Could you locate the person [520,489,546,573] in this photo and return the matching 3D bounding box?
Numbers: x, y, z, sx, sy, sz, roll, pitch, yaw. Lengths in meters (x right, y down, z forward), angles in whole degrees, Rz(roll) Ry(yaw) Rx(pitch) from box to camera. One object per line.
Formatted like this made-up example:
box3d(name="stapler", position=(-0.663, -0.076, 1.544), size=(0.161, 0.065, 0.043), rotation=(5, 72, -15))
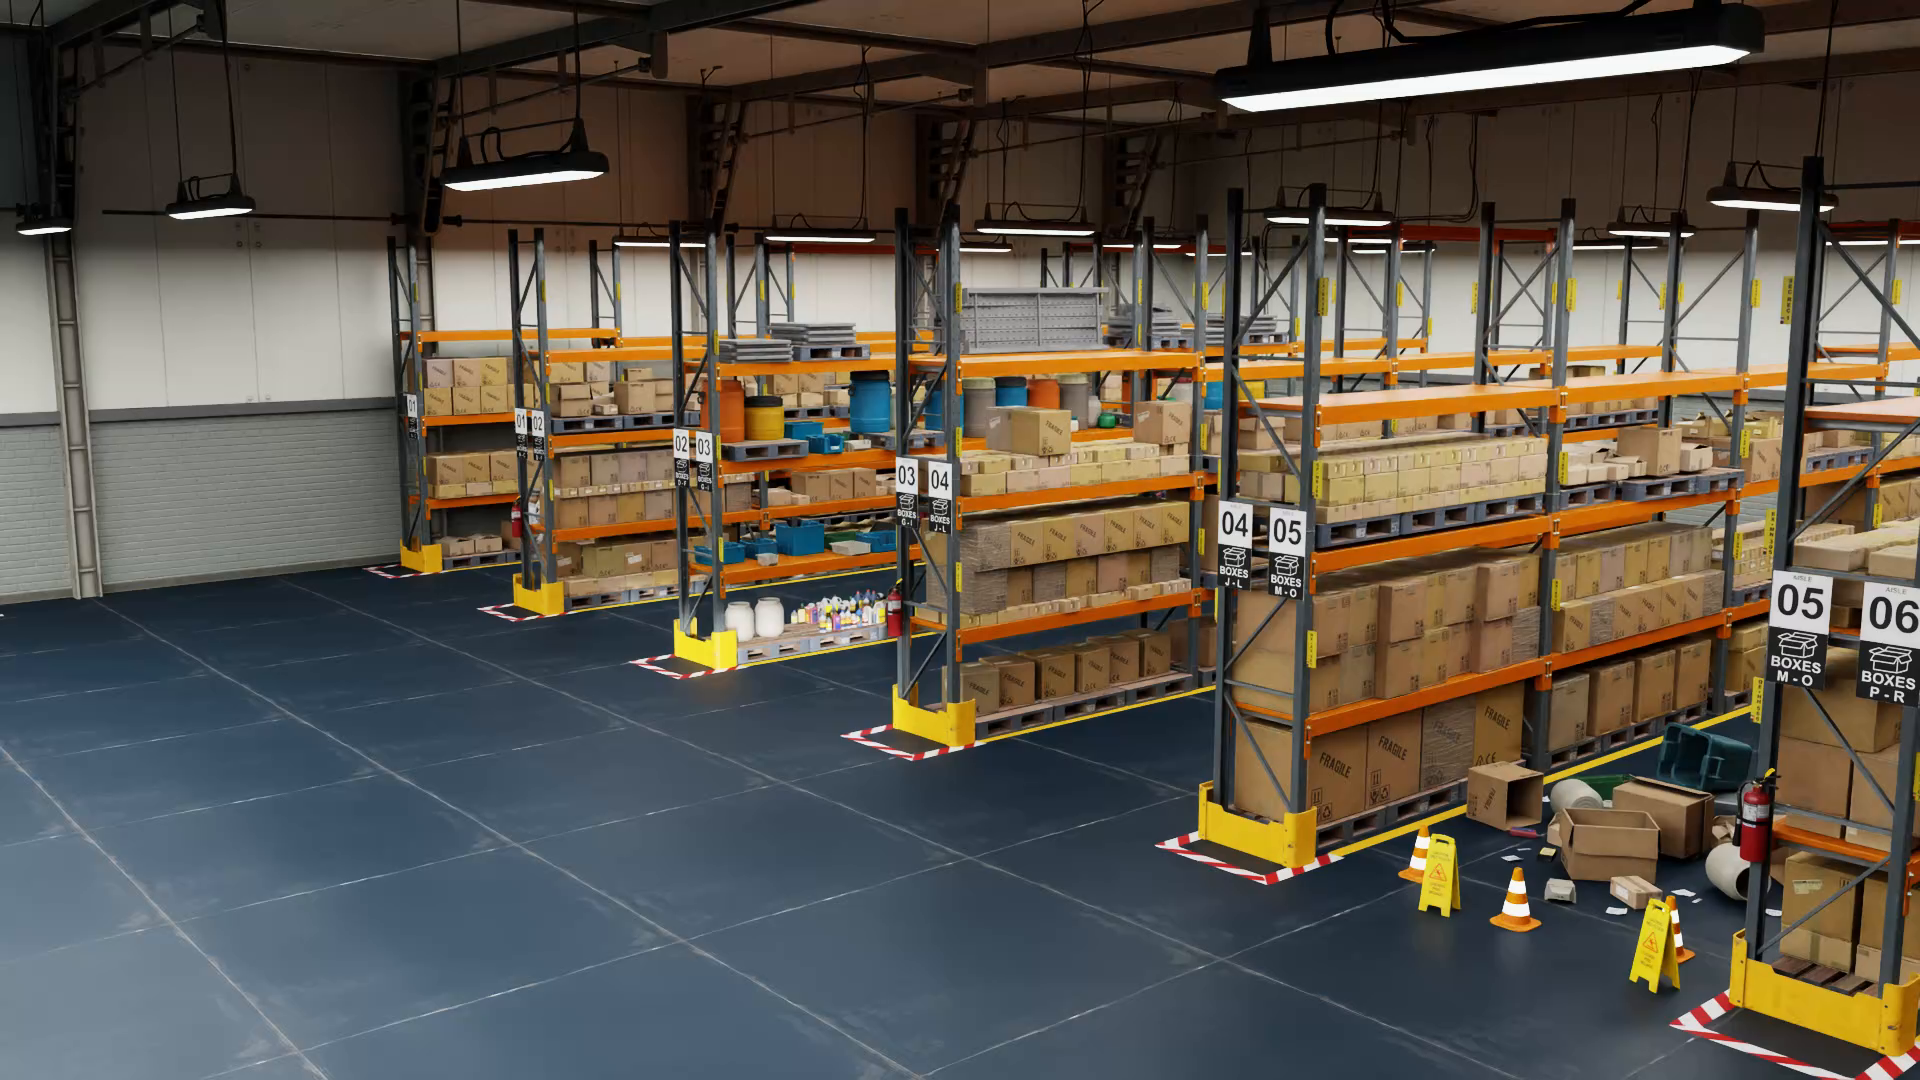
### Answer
box3d(name="person", position=(-7.385, -0.089, 28.896), size=(0.536, 1.617, 0.957), rotation=(1, 9, 6))
